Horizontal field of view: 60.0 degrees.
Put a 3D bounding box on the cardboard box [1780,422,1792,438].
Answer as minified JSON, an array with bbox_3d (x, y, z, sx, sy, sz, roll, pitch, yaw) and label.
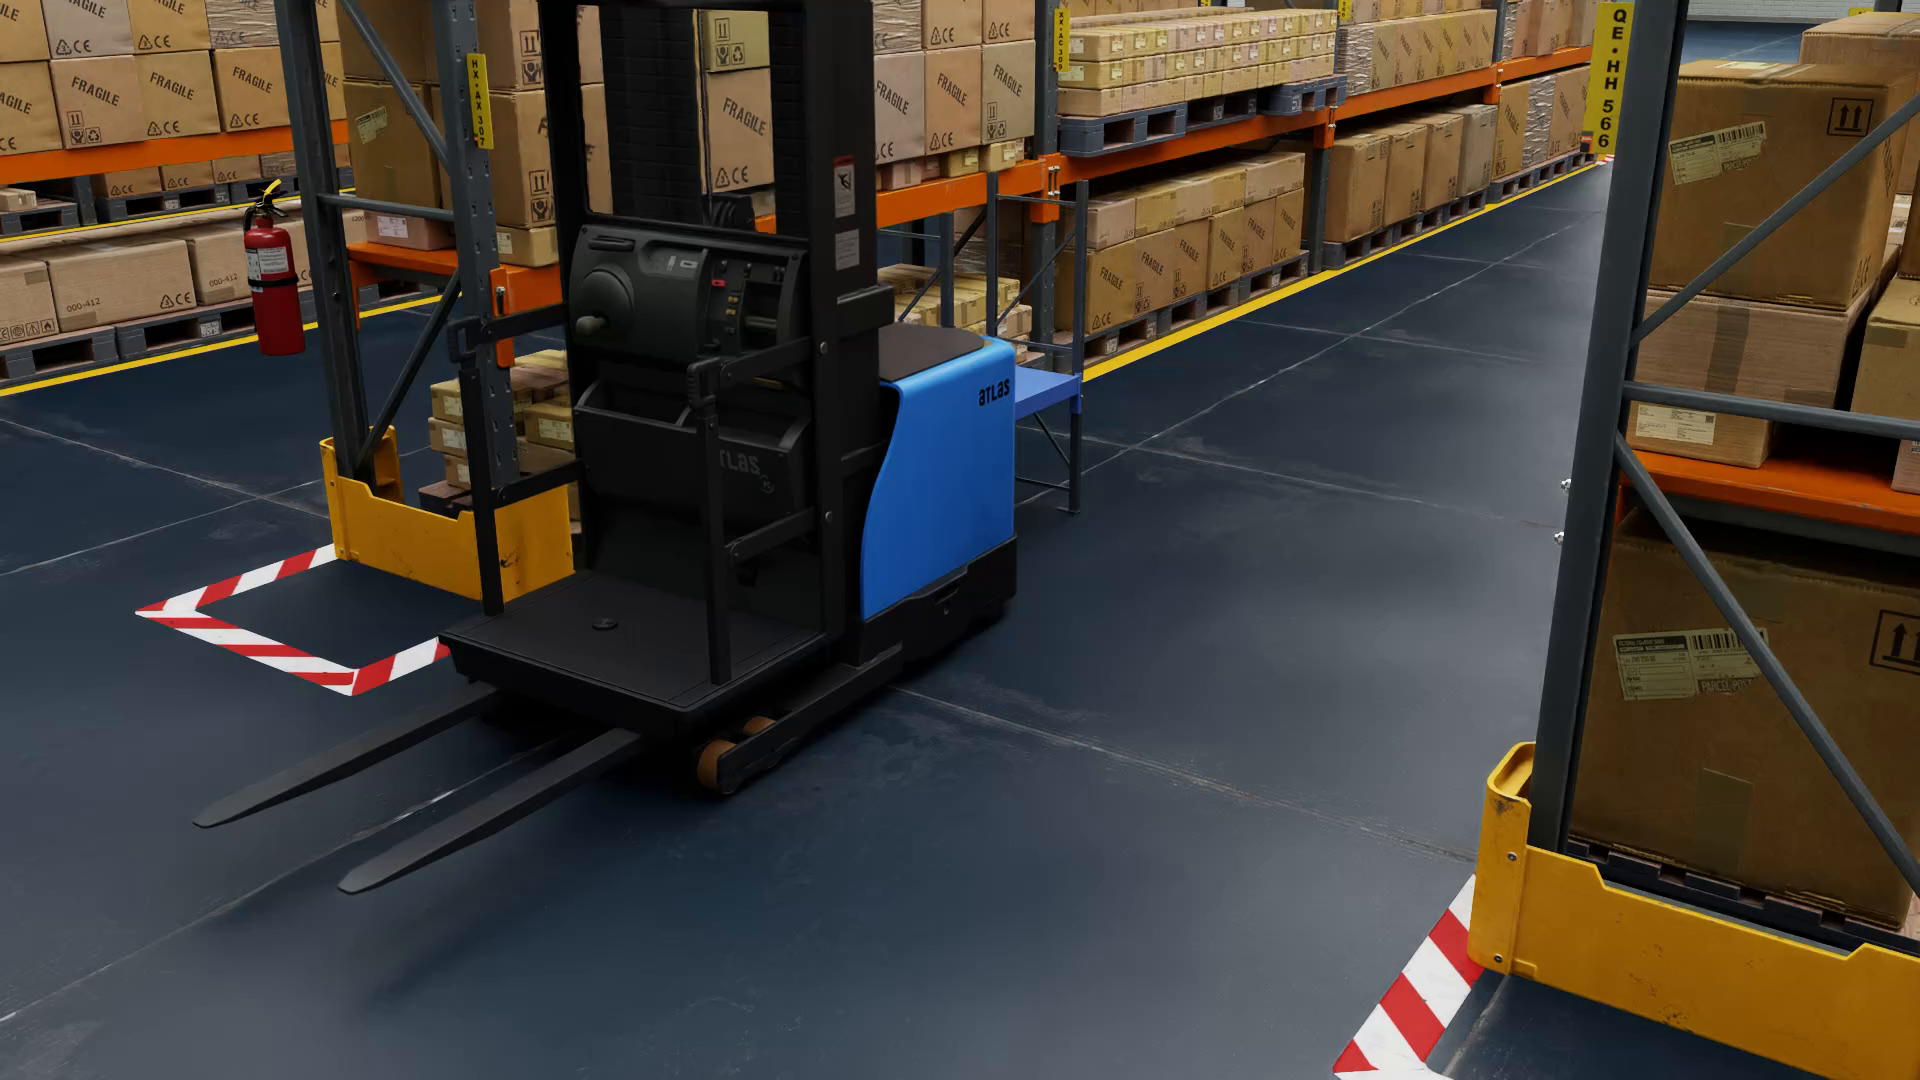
[{"bbox_3d":[1.964,-0.383,4.339,0.380,0.149,0.250,14,24,32],"label":"cardboard box"}]

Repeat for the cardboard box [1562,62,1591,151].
[{"bbox_3d":[6.514,-4.840,18.482,0.875,0.875,0.875,13,24,32],"label":"cardboard box"}]

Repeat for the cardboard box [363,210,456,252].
[{"bbox_3d":[-2.204,-1.287,6.782,0.380,0.149,0.250,13,24,32],"label":"cardboard box"}]

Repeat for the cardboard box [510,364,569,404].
[{"bbox_3d":[-1.877,-0.657,7.364,0.380,0.149,0.250,14,24,33],"label":"cardboard box"}]

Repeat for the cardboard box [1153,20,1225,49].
[{"bbox_3d":[1.422,-3.156,10.373,0.380,0.149,0.250,14,25,34],"label":"cardboard box"}]

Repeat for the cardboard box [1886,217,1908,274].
[{"bbox_3d":[2.516,-0.811,4.921,0.500,0.250,0.500,12,24,30],"label":"cardboard box"}]

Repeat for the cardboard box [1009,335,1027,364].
[{"bbox_3d":[0.156,-1.084,9.377,0.380,0.149,0.250,14,24,32],"label":"cardboard box"}]

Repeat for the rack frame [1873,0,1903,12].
[{"bbox_3d":[4.140,-1.407,6.746,1.000,3.000,0.127,13,24,32],"label":"rack frame"}]

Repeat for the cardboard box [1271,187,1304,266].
[{"bbox_3d":[2.189,-2.336,12.254,0.500,0.500,0.500,13,24,32],"label":"cardboard box"}]

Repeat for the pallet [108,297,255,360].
[{"bbox_3d":[-5.233,-1.478,10.956,1.003,0.211,1.213,13,24,32],"label":"pallet"}]

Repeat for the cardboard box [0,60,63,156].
[{"bbox_3d":[-5.536,-2.471,9.479,0.500,0.500,0.500,13,24,31],"label":"cardboard box"}]

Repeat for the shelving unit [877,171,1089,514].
[{"bbox_3d":[0.048,-0.728,7.071,0.538,1.500,1.048,13,24,32],"label":"shelving unit"}]

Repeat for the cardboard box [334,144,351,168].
[{"bbox_3d":[-6.557,-4.024,16.817,0.500,0.500,0.500,15,25,34],"label":"cardboard box"}]

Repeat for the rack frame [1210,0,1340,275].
[{"bbox_3d":[2.343,-3.551,12.542,1.000,3.000,0.127,13,24,32],"label":"rack frame"}]

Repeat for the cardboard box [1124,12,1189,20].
[{"bbox_3d":[1.333,-3.514,11.339,0.380,0.149,0.250,15,25,34],"label":"cardboard box"}]

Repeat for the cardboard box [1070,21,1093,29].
[{"bbox_3d":[0.603,-3.141,10.333,0.380,0.149,0.250,13,24,32],"label":"cardboard box"}]

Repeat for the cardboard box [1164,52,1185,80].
[{"bbox_3d":[1.131,-2.869,10.026,0.380,0.149,0.250,12,24,30],"label":"cardboard box"}]

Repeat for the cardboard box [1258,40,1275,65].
[{"bbox_3d":[1.865,-3.244,11.039,0.380,0.149,0.250,13,24,31],"label":"cardboard box"}]

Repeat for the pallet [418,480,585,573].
[{"bbox_3d":[-1.625,-0.196,7.491,1.003,0.211,1.213,13,24,32],"label":"pallet"}]

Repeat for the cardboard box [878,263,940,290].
[{"bbox_3d":[-0.270,-1.484,9.600,0.380,0.149,0.250,14,25,34],"label":"cardboard box"}]

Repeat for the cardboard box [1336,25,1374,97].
[{"bbox_3d":[2.819,-3.674,12.730,0.500,0.500,0.500,14,24,32],"label":"cardboard box"}]

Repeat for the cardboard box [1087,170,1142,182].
[{"bbox_3d":[0.890,-2.342,11.190,0.500,0.250,0.500,12,23,29],"label":"cardboard box"}]

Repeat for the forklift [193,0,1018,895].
[{"bbox_3d":[-0.999,-0.775,5.135,1.130,2.935,3.031,13,24,31],"label":"forklift"}]

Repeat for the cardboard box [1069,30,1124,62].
[{"bbox_3d":[0.696,-2.785,9.370,0.380,0.149,0.250,15,25,35],"label":"cardboard box"}]

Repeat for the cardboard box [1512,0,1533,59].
[{"bbox_3d":[5.080,-5.040,16.350,0.875,0.550,0.550,13,24,32],"label":"cardboard box"}]

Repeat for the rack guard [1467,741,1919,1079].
[{"bbox_3d":[1.878,0.920,4.058,1.175,0.500,0.348,13,24,32],"label":"rack guard"}]

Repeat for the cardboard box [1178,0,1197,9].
[{"bbox_3d":[2.612,-6.760,20.643,0.500,0.500,0.500,13,24,31],"label":"cardboard box"}]

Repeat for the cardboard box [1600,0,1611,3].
[{"bbox_3d":[6.669,-5.802,18.409,0.875,0.550,0.550,13,24,32],"label":"cardboard box"}]

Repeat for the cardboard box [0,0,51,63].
[{"bbox_3d":[-5.515,-2.940,9.304,0.500,0.500,0.500,13,24,30],"label":"cardboard box"}]

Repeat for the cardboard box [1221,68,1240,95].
[{"bbox_3d":[1.570,-2.953,10.682,0.380,0.149,0.250,12,23,29],"label":"cardboard box"}]

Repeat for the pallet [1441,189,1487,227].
[{"bbox_3d":[4.220,-3.155,15.490,1.003,0.211,1.213,13,24,32],"label":"pallet"}]

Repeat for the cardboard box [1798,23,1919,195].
[{"bbox_3d":[3.087,-1.451,5.569,0.500,0.500,0.500,12,24,30],"label":"cardboard box"}]

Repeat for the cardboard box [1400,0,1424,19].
[{"bbox_3d":[3.461,-4.634,13.883,0.700,0.500,0.500,13,24,31],"label":"cardboard box"}]

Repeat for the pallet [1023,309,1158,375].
[{"bbox_3d":[0.531,-1.319,10.528,1.003,0.211,1.213,13,24,32],"label":"pallet"}]

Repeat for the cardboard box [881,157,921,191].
[{"bbox_3d":[-0.420,-1.845,8.291,0.380,0.149,0.250,12,23,30],"label":"cardboard box"}]

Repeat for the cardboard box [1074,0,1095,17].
[{"bbox_3d":[1.182,-6.042,18.703,0.500,0.500,0.500,13,24,32],"label":"cardboard box"}]

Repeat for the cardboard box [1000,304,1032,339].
[{"bbox_3d":[0.180,-1.251,9.397,0.380,0.149,0.250,14,24,33],"label":"cardboard box"}]

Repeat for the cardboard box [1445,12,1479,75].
[{"bbox_3d":[4.235,-4.399,14.690,0.500,0.500,0.500,13,24,31],"label":"cardboard box"}]

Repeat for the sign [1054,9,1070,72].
[{"bbox_3d":[0.548,-2.706,9.009,0.100,0.325,0.005,13,24,32],"label":"sign"}]

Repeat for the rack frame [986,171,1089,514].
[{"bbox_3d":[0.334,-0.874,7.465,0.500,1.500,0.032,13,24,32],"label":"rack frame"}]

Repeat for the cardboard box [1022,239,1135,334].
[{"bbox_3d":[0.729,-1.588,10.233,0.500,0.500,0.500,14,25,34],"label":"cardboard box"}]

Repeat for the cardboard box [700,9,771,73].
[{"bbox_3d":[-1.093,-2.279,7.089,0.500,0.500,0.500,13,24,31],"label":"cardboard box"}]

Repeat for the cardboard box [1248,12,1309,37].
[{"bbox_3d":[2.157,-3.533,11.391,0.380,0.149,0.250,14,25,33],"label":"cardboard box"}]

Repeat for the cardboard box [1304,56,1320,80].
[{"bbox_3d":[2.305,-3.328,11.696,0.380,0.149,0.250,13,24,32],"label":"cardboard box"}]

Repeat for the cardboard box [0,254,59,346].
[{"bbox_3d":[-6.016,-1.396,9.804,0.875,0.438,0.875,12,24,30],"label":"cardboard box"}]

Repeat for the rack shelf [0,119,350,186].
[{"bbox_3d":[-5.180,-2.429,10.544,1.077,0.370,4.000,13,24,32],"label":"rack shelf"}]

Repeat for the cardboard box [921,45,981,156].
[{"bbox_3d":[-0.237,-2.247,8.444,0.500,0.500,0.500,13,24,30],"label":"cardboard box"}]

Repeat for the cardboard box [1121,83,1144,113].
[{"bbox_3d":[0.847,-2.587,9.691,0.380,0.149,0.250,14,24,33],"label":"cardboard box"}]

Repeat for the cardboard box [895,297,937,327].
[{"bbox_3d":[-0.345,-1.176,8.768,0.380,0.149,0.250,14,25,34],"label":"cardboard box"}]

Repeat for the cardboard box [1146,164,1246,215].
[{"bbox_3d":[1.602,-2.390,11.320,0.500,0.250,0.500,14,24,33],"label":"cardboard box"}]
